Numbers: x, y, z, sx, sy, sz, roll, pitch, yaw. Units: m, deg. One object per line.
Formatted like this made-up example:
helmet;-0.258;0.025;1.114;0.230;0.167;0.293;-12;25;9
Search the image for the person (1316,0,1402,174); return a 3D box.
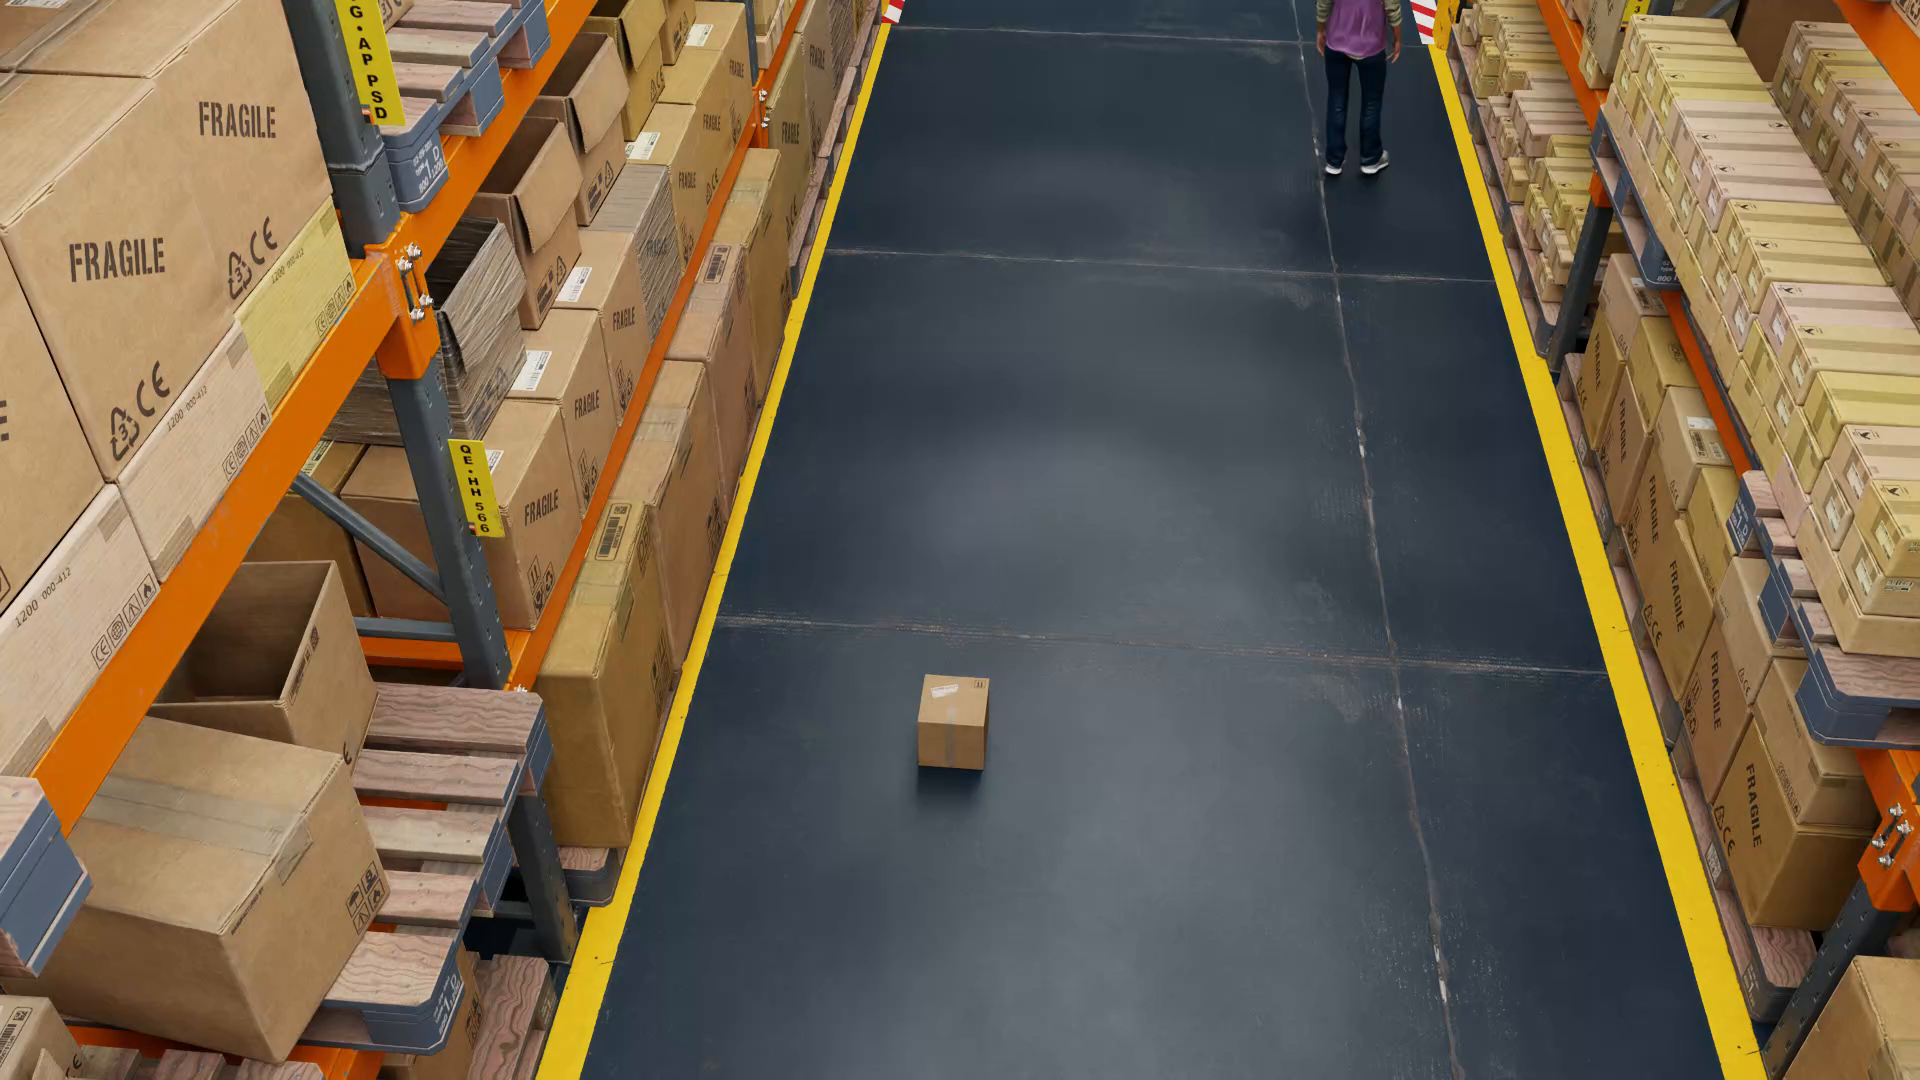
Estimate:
person;2.280;-2.843;9.470;0.508;1.594;0.465;18;44;20
